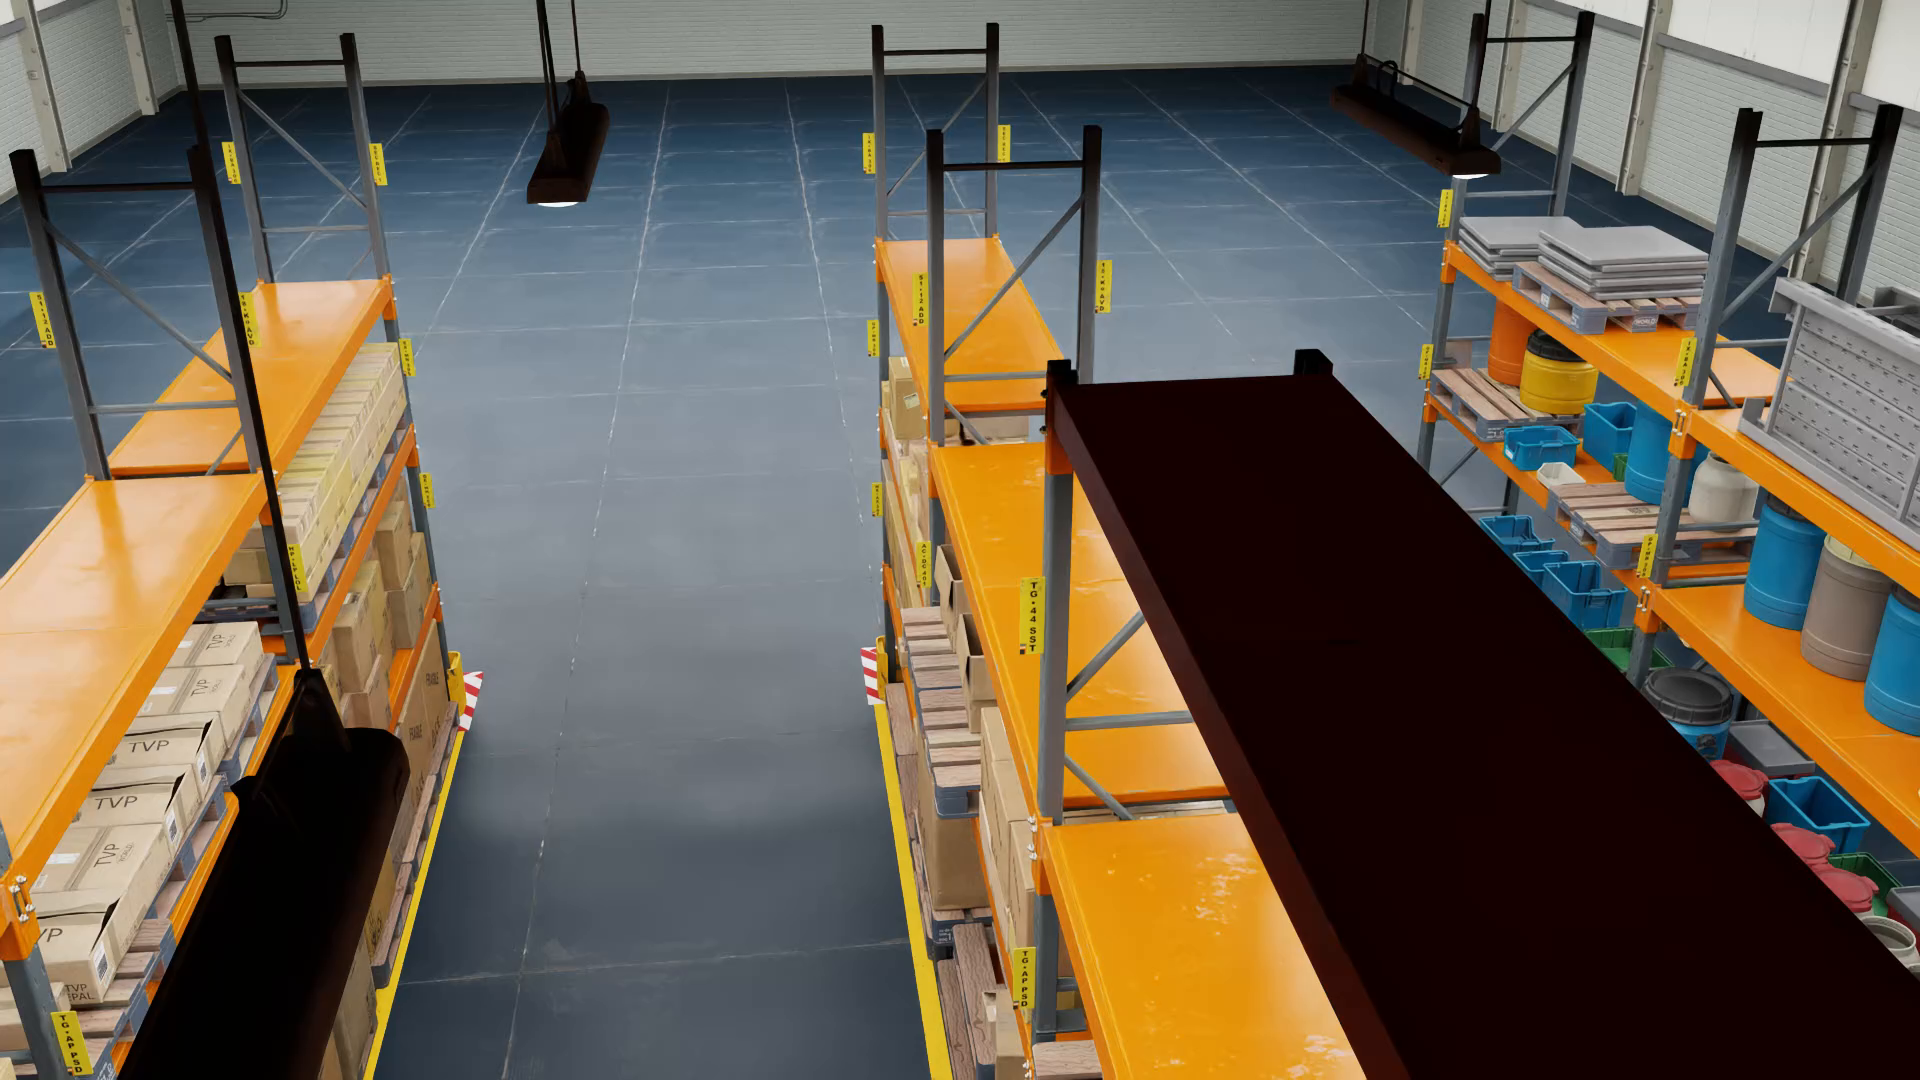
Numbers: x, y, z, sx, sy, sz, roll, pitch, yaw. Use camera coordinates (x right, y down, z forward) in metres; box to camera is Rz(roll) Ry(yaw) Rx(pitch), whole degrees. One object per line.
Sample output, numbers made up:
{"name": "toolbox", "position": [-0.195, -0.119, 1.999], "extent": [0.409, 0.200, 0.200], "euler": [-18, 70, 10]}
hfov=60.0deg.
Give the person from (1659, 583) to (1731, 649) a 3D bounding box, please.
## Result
{"name": "person", "position": [7.162, 0.210, 15.990], "extent": [0.578, 1.781, 0.516], "euler": [2, 26, 3]}
